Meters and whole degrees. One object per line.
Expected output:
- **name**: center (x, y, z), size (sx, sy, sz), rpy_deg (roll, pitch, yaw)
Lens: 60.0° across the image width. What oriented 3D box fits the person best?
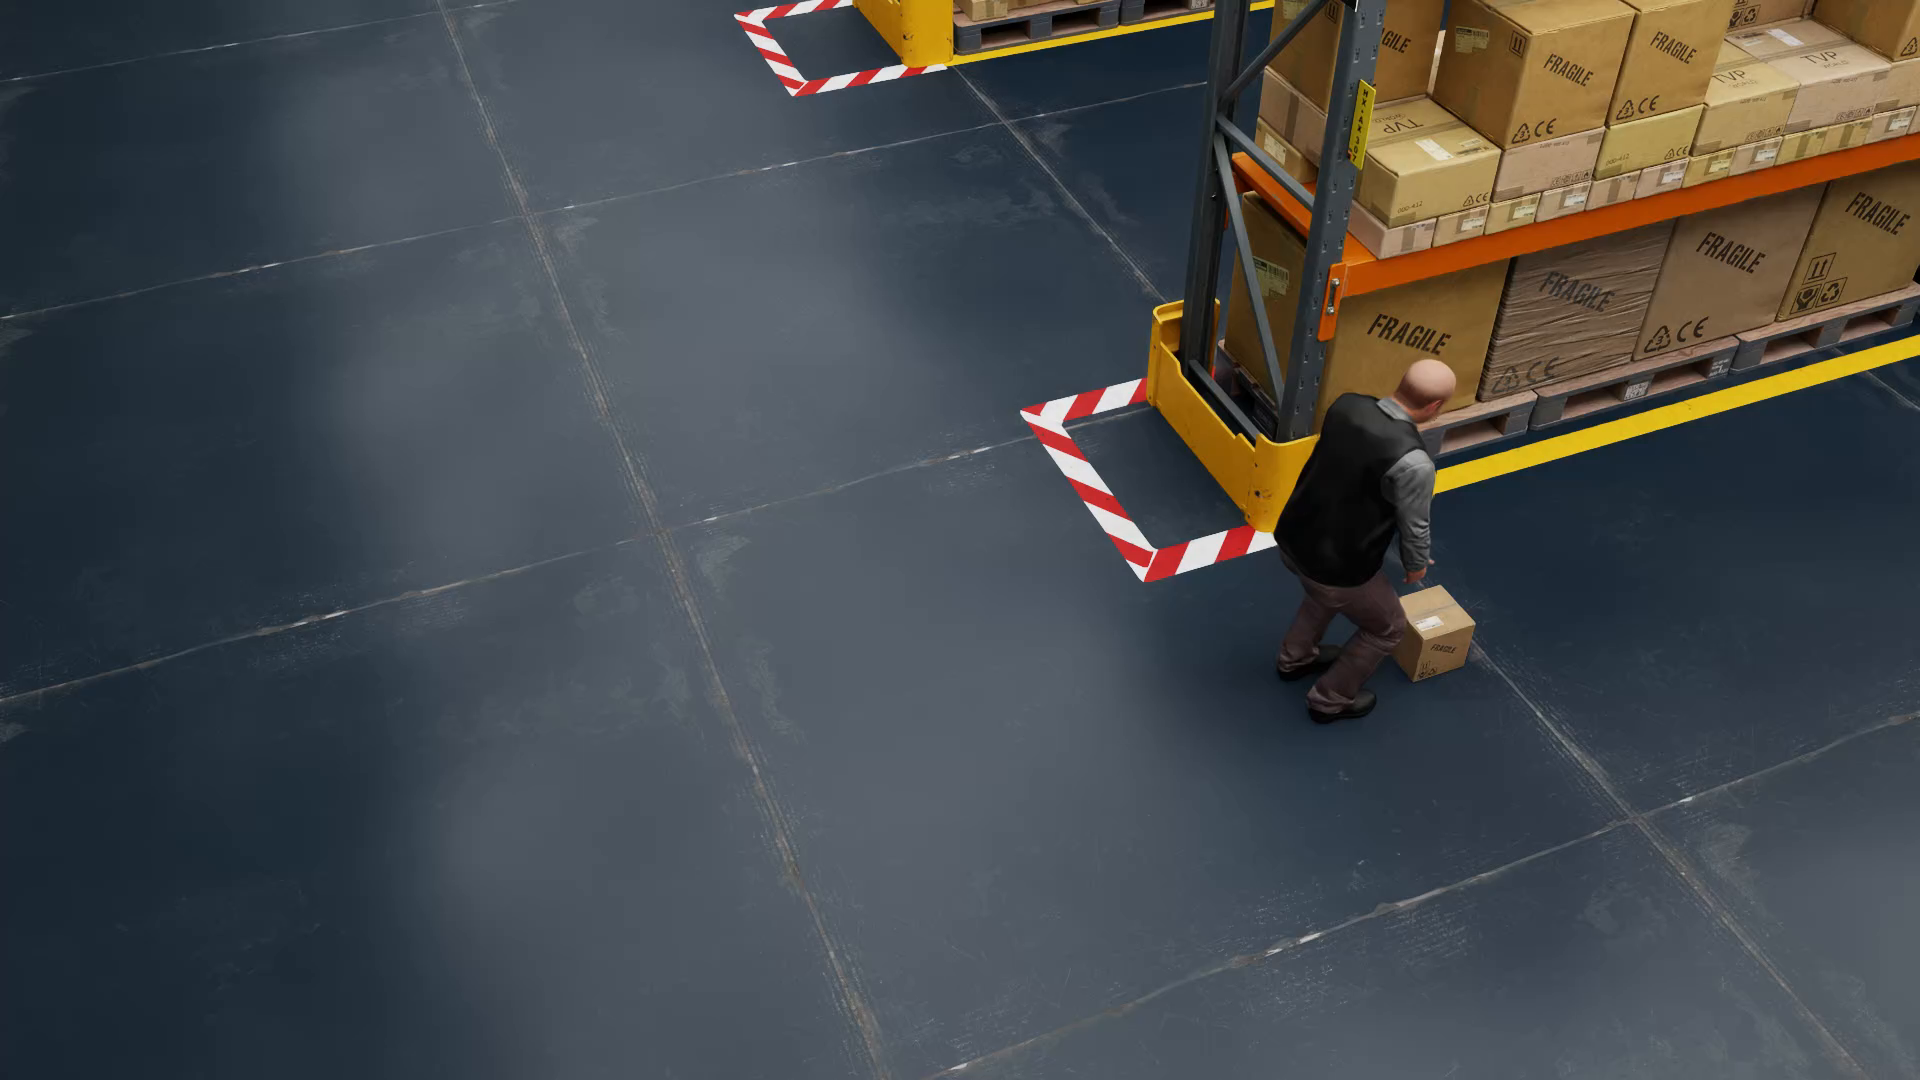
- **person**: center (1.499, 0.004, 6.323), size (0.579, 1.533, 0.586), rpy_deg (-15, 44, -16)
